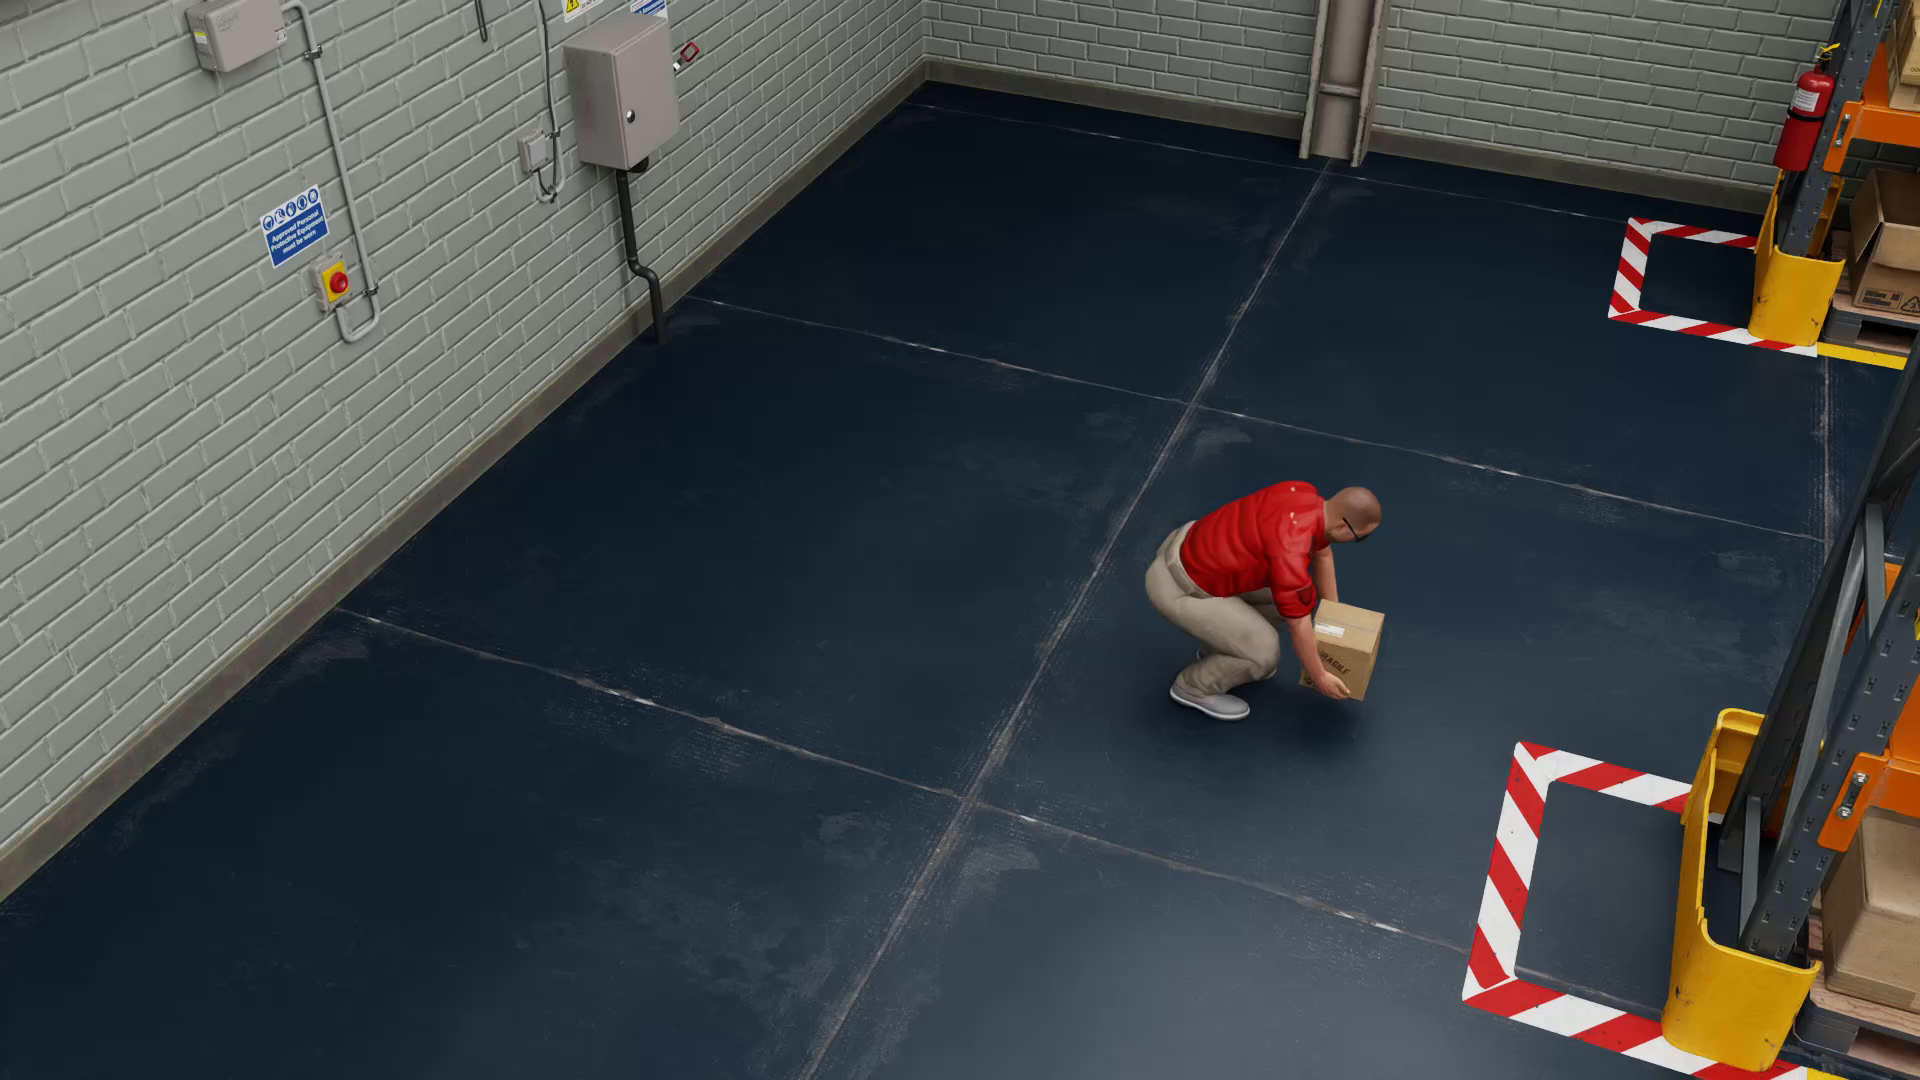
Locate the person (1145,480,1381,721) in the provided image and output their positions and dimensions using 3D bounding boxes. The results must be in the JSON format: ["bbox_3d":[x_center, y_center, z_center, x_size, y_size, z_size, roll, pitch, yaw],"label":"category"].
[{"bbox_3d":[1.171,0.186,6.498,0.856,1.034,0.573,14,39,18],"label":"person"}]
